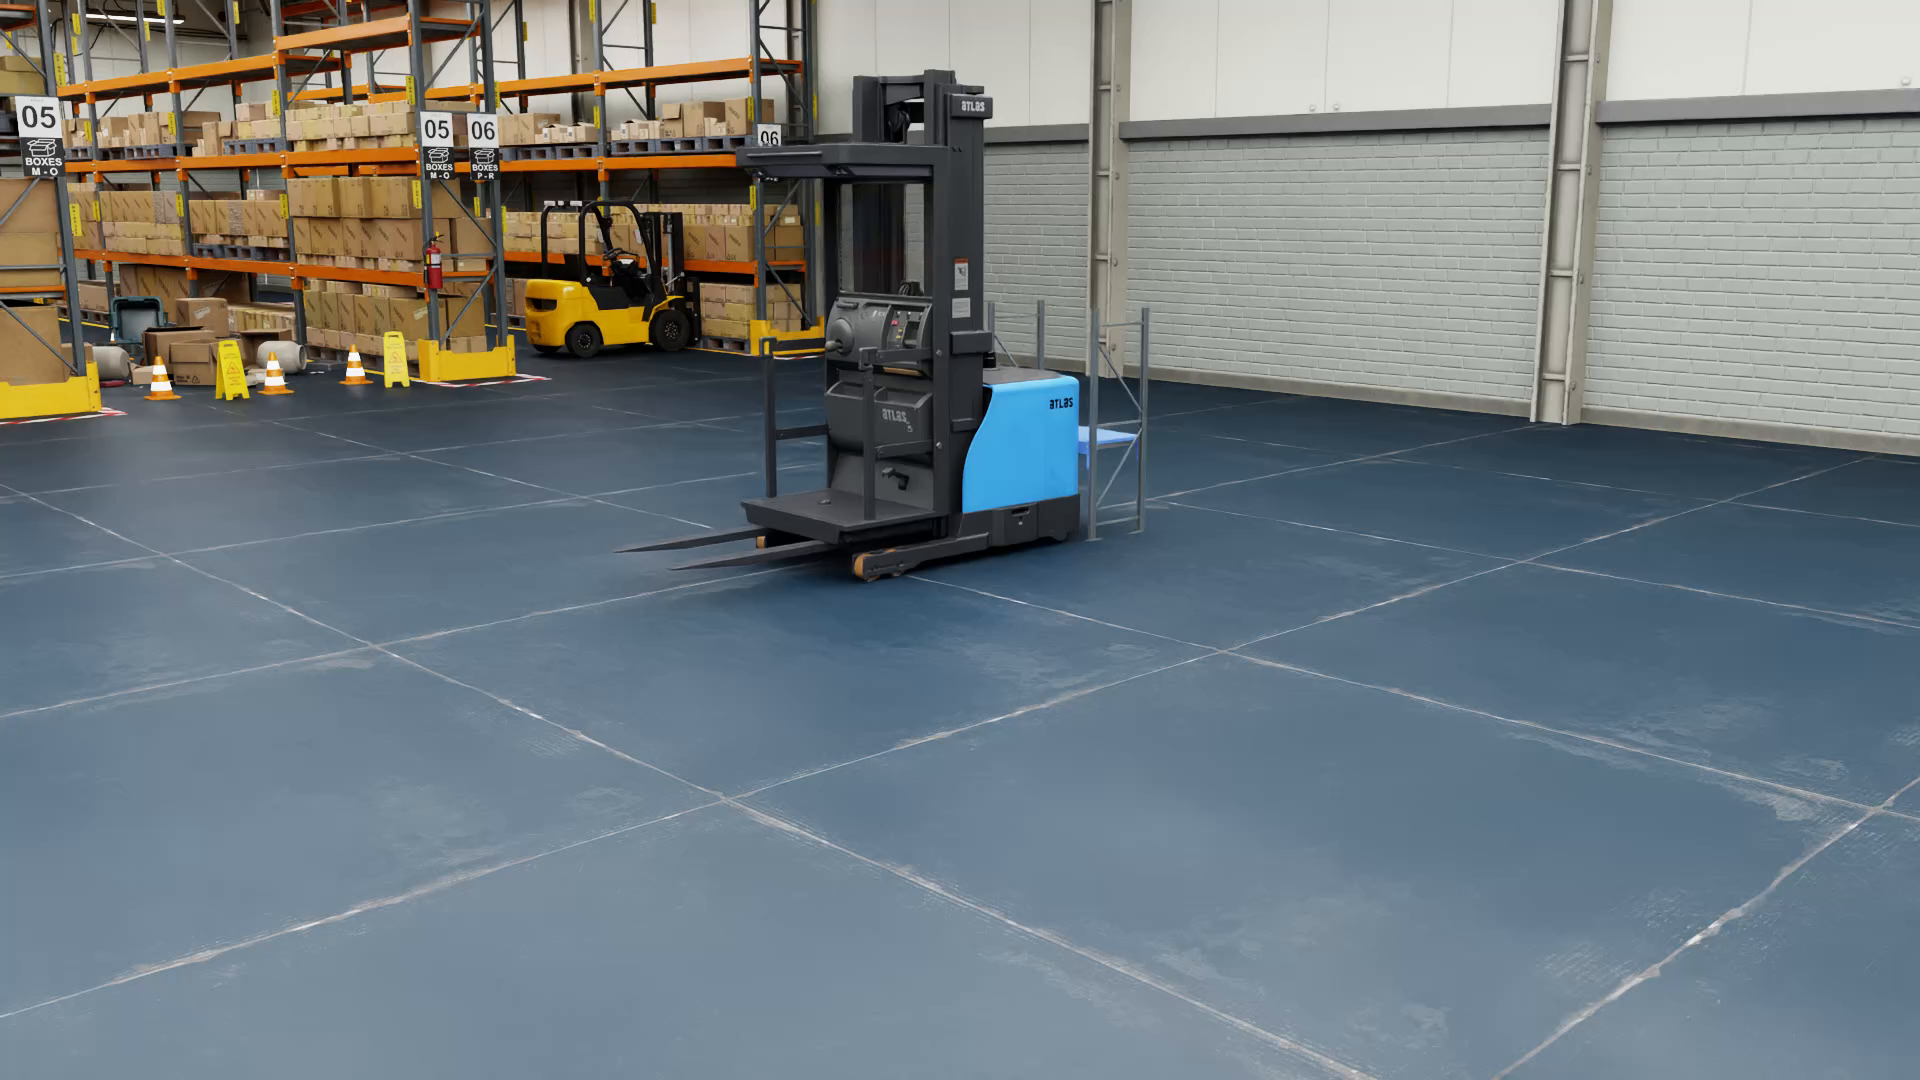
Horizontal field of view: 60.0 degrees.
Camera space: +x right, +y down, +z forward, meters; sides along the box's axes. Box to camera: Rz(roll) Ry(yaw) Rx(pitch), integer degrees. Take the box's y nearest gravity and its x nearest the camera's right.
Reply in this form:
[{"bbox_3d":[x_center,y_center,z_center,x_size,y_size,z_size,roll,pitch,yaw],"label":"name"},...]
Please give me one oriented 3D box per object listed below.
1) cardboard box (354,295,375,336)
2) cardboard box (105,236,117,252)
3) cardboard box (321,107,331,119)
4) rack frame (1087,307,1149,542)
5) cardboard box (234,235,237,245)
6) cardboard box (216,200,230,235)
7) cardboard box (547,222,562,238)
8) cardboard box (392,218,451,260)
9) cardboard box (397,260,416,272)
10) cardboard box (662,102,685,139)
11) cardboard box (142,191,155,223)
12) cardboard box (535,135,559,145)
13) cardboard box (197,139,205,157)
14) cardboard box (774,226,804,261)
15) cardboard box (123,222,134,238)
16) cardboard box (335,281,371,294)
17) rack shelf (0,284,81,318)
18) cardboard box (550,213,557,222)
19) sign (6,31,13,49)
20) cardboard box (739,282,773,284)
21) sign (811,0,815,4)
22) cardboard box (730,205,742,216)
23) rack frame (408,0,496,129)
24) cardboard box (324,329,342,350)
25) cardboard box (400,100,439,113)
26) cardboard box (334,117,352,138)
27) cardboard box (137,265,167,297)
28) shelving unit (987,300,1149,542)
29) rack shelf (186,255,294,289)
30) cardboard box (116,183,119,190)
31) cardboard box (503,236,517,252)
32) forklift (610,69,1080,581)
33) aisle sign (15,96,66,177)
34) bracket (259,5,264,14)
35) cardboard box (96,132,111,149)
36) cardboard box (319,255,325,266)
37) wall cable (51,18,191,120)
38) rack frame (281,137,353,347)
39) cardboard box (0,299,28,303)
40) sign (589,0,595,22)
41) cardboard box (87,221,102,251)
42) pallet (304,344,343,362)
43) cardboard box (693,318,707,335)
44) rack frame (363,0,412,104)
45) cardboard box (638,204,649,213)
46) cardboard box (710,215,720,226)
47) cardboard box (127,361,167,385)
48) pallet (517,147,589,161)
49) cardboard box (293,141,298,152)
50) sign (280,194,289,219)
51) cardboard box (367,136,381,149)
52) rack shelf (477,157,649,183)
[{"bbox_3d":[-7.527,-2.943,21.679,0.500,0.500,0.500,11,16,44],"label":"cardboard box"},{"bbox_3d":[-14.253,-5.063,28.424,0.500,0.250,0.500,11,16,44],"label":"cardboard box"},{"bbox_3d":[-8.113,-5.570,21.727,0.250,0.149,0.380,11,16,43],"label":"cardboard box"},{"bbox_3d":[1.036,-0.758,10.875,0.500,1.500,0.032,-9,15,-39],"label":"rack frame"},{"bbox_3d":[-10.566,-4.468,24.744,0.380,0.149,0.250,-10,15,-40],"label":"cardboard box"},{"bbox_3d":[-10.723,-4.804,24.772,0.500,0.500,0.500,-11,16,-42],"label":"cardboard box"},{"bbox_3d":[-6.487,-5.119,27.457,0.500,0.250,0.500,-10,16,-41],"label":"cardboard box"},{"bbox_3d":[-6.653,-3.722,20.557,0.500,0.500,0.500,-11,16,-44],"label":"cardboard box"},{"bbox_3d":[-6.747,-3.409,20.649,0.380,0.149,0.250,-11,16,-43],"label":"cardboard box"},{"bbox_3d":[-3.985,-6.237,24.775,0.797,0.503,0.637,-10,15,-41],"label":"cardboard box"},{"bbox_3d":[-12.848,-5.378,26.858,0.500,0.500,0.500,-11,16,-43],"label":"cardboard box"},{"bbox_3d":[-6.765,-6.594,27.382,0.380,0.149,0.250,-11,16,-43],"label":"cardboard box"},{"bbox_3d":[-11.333,-5.950,25.258,0.396,0.266,0.258,-11,16,-43],"label":"cardboard box"},{"bbox_3d":[-2.633,-4.338,24.287,0.500,0.500,0.500,-10,15,-41],"label":"cardboard box"},{"bbox_3d":[-13.556,-5.156,27.636,0.500,0.250,0.500,-11,16,-42],"label":"cardboard box"},{"bbox_3d":[-8.042,-3.350,22.045,0.380,0.149,0.250,-10,15,-39],"label":"cardboard box"},{"bbox_3d":[-10.970,-2.721,18.468,1.077,0.370,4.000,-11,16,-43],"label":"rack shelf"},{"bbox_3d":[-6.554,-5.330,27.494,0.380,0.149,0.250,-11,16,-42],"label":"cardboard box"},{"bbox_3d":[-17.534,-9.218,30.646,0.100,0.325,0.005,-11,16,-43],"label":"sign"},{"bbox_3d":[-3.034,-3.696,24.713,0.500,0.250,0.500,-11,16,-42],"label":"cardboard box"},{"bbox_3d":[-2.086,-7.728,23.414,0.100,0.325,0.005,-11,16,-43],"label":"sign"},{"bbox_3d":[-3.084,-4.745,23.918,0.380,0.149,0.250,-11,16,-42],"label":"cardboard box"},{"bbox_3d":[-6.079,-6.424,19.793,1.000,3.000,0.127,-11,16,-43],"label":"rack frame"},{"bbox_3d":[-8.252,-2.729,22.496,0.500,0.250,0.500,-10,15,-39],"label":"cardboard box"},{"bbox_3d":[-6.526,-5.231,20.081,0.380,0.149,0.250,-11,16,-42],"label":"cardboard box"},{"bbox_3d":[-7.686,-5.287,21.339,0.500,0.250,0.500,-11,16,-42],"label":"cardboard box"},{"bbox_3d":[-13.250,-4.192,28.051,0.875,0.875,0.875,-10,15,-41],"label":"cardboard box"},{"bbox_3d":[0.713,-0.837,11.259,0.538,1.500,1.048,-9,15,-39],"label":"shelving unit"},{"bbox_3d":[-10.222,-4.009,24.721,1.077,0.370,4.000,-11,16,-43],"label":"rack shelf"},{"bbox_3d":[-14.912,-6.148,28.986,0.380,0.149,0.250,-10,16,-41],"label":"cardboard box"},{"bbox_3d":[-7.543,-5.100,28.602,0.500,0.250,0.500,-11,16,-44],"label":"cardboard box"},{"bbox_3d":[-0.655,-1.312,10.015,3.031,2.935,1.130,-10,15,-40],"label":"forklift"},{"bbox_3d":[-9.323,-4.086,16.869,0.394,0.787,0.004,-11,16,-43],"label":"aisle sign"},{"bbox_3d":[-15.294,-11.745,36.698,0.235,0.232,0.430,-11,16,-43],"label":"bracket"},{"bbox_3d":[-14.273,-6.725,27.977,0.396,0.266,0.258,-11,16,-43],"label":"cardboard box"},{"bbox_3d":[-8.438,-3.792,22.506,0.380,0.149,0.250,-11,16,-43],"label":"cardboard box"},{"bbox_3d":[-18.673,-10.056,37.327,2.988,3.039,0.133,-11,16,-43],"label":"wall cable"},{"bbox_3d":[-8.841,-4.070,23.232,1.000,3.000,0.127,-11,16,-43],"label":"rack frame"},{"bbox_3d":[-10.714,-2.164,18.209,0.875,0.875,0.875,-11,16,-43],"label":"cardboard box"},{"bbox_3d":[-5.638,-8.119,25.509,0.100,0.325,0.005,-11,16,-43],"label":"sign"},{"bbox_3d":[-14.871,-5.318,29.045,0.500,0.500,0.500,-11,16,-42],"label":"cardboard box"},{"bbox_3d":[-8.352,-2.611,23.062,1.003,0.211,1.213,-11,16,-43],"label":"pallet"},{"bbox_3d":[-3.720,-3.210,24.832,0.500,0.250,0.500,-11,16,-42],"label":"cardboard box"},{"bbox_3d":[-10.778,-8.868,31.654,1.000,3.000,0.127,-11,16,-43],"label":"rack frame"},{"bbox_3d":[-4.716,-5.073,25.509,0.380,0.149,0.250,-10,16,-41],"label":"cardboard box"},{"bbox_3d":[-3.429,-4.674,24.309,0.380,0.149,0.250,-11,16,-43],"label":"cardboard box"},{"bbox_3d":[-9.832,-2.032,20.116,0.396,0.266,0.258,-8,14,-33],"label":"cardboard box"},{"bbox_3d":[-6.708,-6.473,27.932,1.003,0.211,1.213,-10,15,-40],"label":"pallet"},{"bbox_3d":[-8.803,-5.335,22.564,0.380,0.149,0.250,-11,16,-43],"label":"cardboard box"},{"bbox_3d":[-9.240,-4.559,22.737,0.100,0.325,0.005,-11,16,-43],"label":"sign"},{"bbox_3d":[-7.215,-4.997,20.919,0.380,0.149,0.250,-11,16,-43],"label":"cardboard box"},{"bbox_3d":[-6.635,-6.171,27.779,1.077,0.370,4.000,-11,16,-43],"label":"rack shelf"}]
